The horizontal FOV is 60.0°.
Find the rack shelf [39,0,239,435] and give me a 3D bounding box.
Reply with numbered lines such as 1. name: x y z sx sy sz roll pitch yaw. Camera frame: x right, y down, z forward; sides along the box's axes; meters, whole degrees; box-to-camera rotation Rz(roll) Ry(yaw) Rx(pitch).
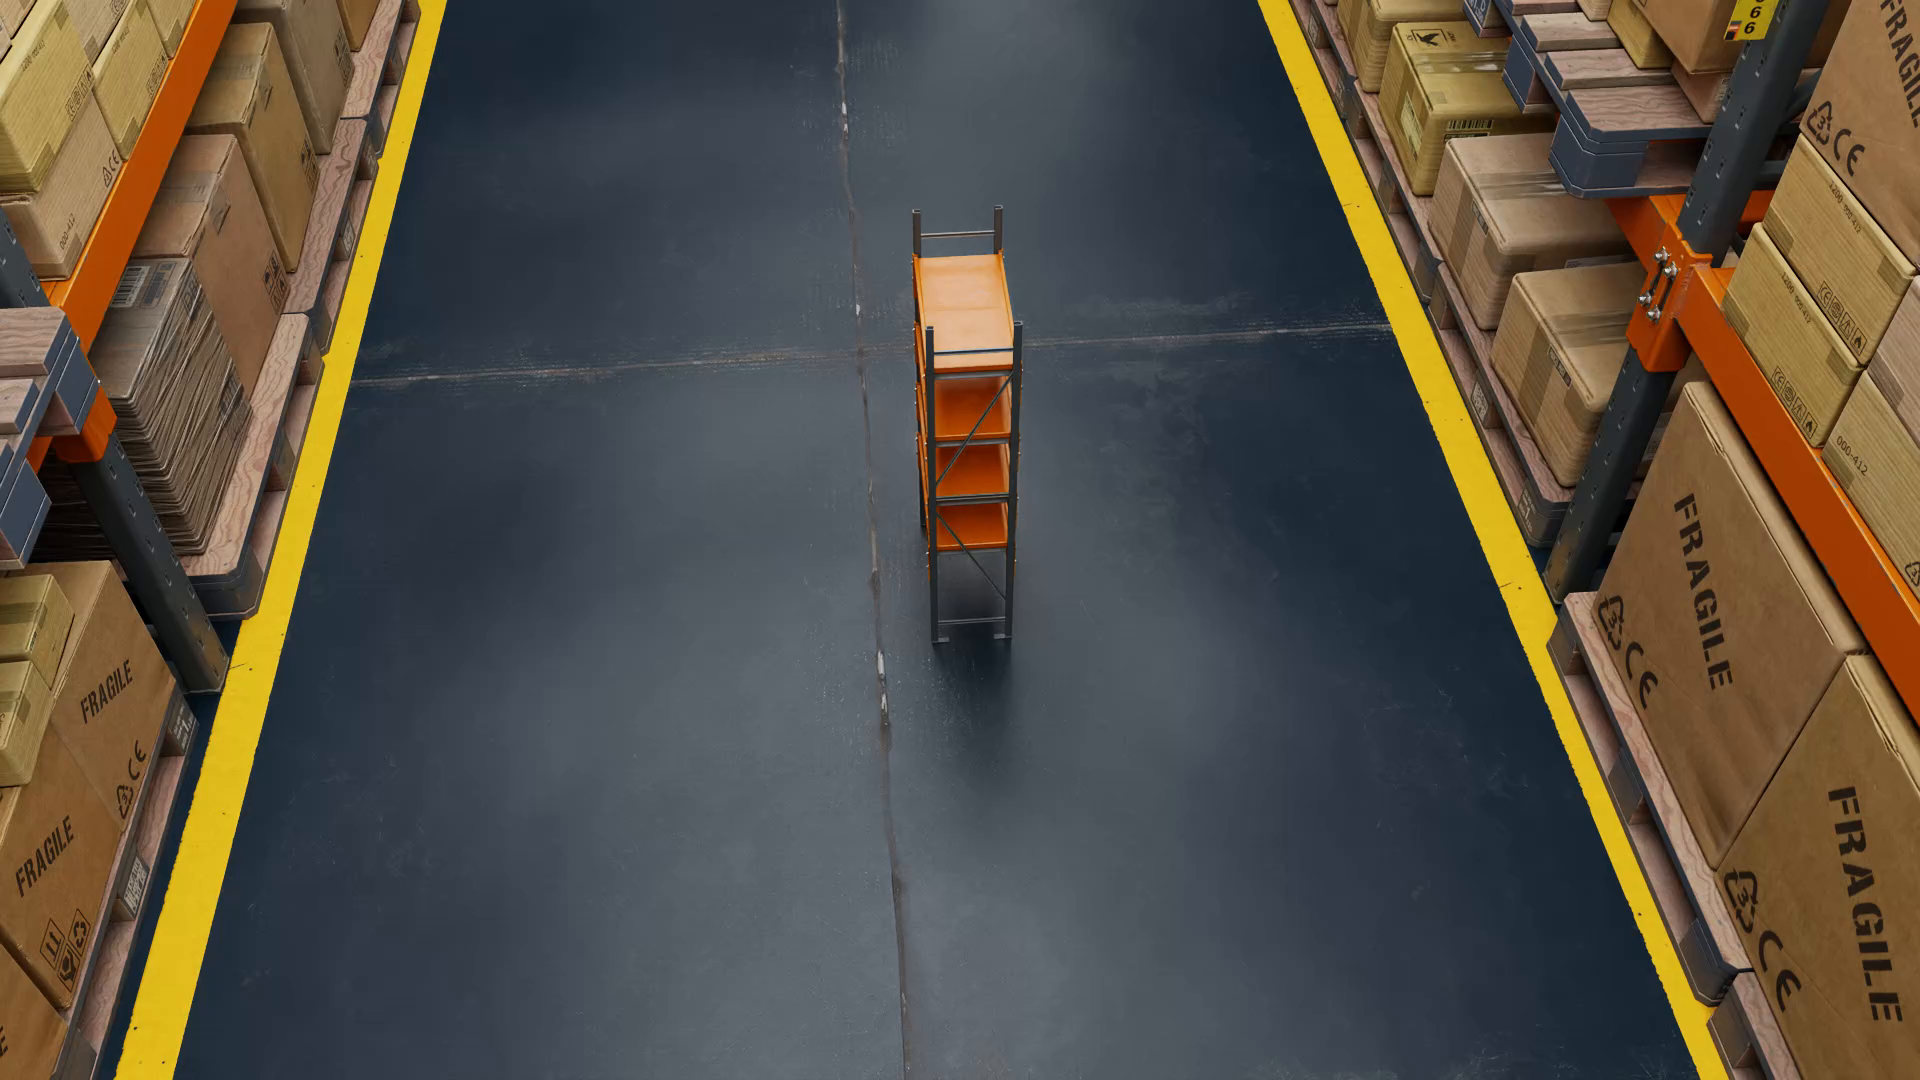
1. rack shelf: -2.813 -1.798 5.383 1.077 0.370 4.000 -3 47 -3

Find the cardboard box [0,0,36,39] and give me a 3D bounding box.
1. cardboard box: -2.403 -1.297 3.897 0.380 0.149 0.250 -3 47 -2

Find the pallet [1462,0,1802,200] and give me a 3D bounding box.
1. pallet: 2.134 -1.346 4.591 1.213 0.211 1.003 -3 47 -3

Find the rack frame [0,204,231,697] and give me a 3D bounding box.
1. rack frame: -2.646 -0.598 3.751 1.000 3.000 0.127 -3 47 -3

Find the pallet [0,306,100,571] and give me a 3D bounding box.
1. pallet: -2.519 -0.046 3.360 1.213 0.211 1.003 -3 47 -3

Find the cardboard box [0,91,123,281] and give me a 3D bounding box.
1. cardboard box: -2.439 -0.883 4.123 0.500 0.250 0.500 -3 47 -3

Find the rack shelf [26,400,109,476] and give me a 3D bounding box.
1. rack shelf: -2.478 1.096 2.642 1.077 0.370 4.000 -3 47 -3

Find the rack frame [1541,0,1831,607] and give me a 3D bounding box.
1. rack frame: 2.300 -0.903 4.039 1.000 3.000 0.127 -3 47 -3

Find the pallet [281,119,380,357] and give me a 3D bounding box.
1. pallet: -2.775 -1.118 6.164 1.003 0.211 1.213 -3 47 -3

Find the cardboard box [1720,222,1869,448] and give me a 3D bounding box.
1. cardboard box: 2.090 -0.482 3.744 0.500 0.250 0.500 -4 47 -4

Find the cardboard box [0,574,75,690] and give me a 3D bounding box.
1. cardboard box: -2.352 0.236 3.947 0.380 0.149 0.250 -6 47 -5

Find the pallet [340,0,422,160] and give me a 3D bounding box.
1. pallet: -2.880 -2.003 7.002 1.003 0.211 1.213 -3 47 -3

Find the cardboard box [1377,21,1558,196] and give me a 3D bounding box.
1. cardboard box: 2.135 -1.636 6.254 0.950 0.372 0.625 -2 47 -2

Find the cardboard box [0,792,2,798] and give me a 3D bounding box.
1. cardboard box: -2.320 0.624 3.578 0.380 0.149 0.250 -5 47 -5

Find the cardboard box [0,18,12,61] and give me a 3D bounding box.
1. cardboard box: -2.379 -1.104 3.714 0.380 0.149 0.250 -2 47 -2

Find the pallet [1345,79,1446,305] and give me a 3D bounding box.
1. pallet: 2.137 -1.390 6.421 1.003 0.211 1.213 -3 47 -3

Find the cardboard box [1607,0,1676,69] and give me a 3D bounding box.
1. cardboard box: 1.944 -1.373 4.369 0.380 0.149 0.250 -3 47 -3

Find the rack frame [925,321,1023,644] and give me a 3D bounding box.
1. rack frame: 0.034 -0.116 4.534 0.240 1.200 0.015 -3 47 -3

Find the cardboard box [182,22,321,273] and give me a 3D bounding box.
1. cardboard box: -2.804 -1.338 5.797 0.875 0.625 0.625 -5 47 -5

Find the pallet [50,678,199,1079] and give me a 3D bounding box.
1. pallet: -2.621 0.903 4.250 1.003 0.211 1.213 -3 47 -3

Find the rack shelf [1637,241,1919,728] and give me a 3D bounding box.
1. rack shelf: 2.468 0.791 2.930 1.077 0.370 4.000 -3 47 -3

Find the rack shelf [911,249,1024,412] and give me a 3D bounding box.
1. rack shelf: 0.014 -0.563 4.416 0.258 0.148 0.480 -3 47 -3

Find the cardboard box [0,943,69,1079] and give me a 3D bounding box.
1. cardboard box: -2.318 1.151 3.527 0.500 0.500 0.500 -2 47 -2

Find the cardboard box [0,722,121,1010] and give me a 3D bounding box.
1. cardboard box: -2.365 0.772 3.885 0.500 0.500 0.500 -4 47 -4

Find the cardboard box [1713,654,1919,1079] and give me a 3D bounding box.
1. cardboard box: 2.346 0.834 3.569 0.875 0.875 0.875 -3 47 -3

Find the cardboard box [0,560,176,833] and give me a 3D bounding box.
1. cardboard box: -2.396 0.410 4.229 0.500 0.500 0.500 -2 47 -2

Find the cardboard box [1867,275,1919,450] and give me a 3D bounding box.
1. cardboard box: 2.139 -0.268 3.196 0.500 0.250 0.500 -2 47 -2

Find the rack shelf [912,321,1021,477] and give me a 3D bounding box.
1. rack shelf: 0.014 -0.400 4.587 0.258 0.148 0.480 -3 47 -3

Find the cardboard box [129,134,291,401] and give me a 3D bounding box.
1. cardboard box: -2.747 -0.851 5.336 0.875 0.625 0.625 -2 47 -2

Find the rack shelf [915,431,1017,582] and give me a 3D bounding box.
1. rack shelf: 0.014 -0.110 4.894 0.258 0.148 0.480 -3 47 -3

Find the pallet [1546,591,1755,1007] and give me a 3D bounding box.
1. pallet: 2.291 0.631 4.507 1.003 0.211 1.213 -3 47 -3

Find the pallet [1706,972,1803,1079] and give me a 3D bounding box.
1. pallet: 2.390 1.512 3.673 1.003 0.211 1.213 -3 47 -3

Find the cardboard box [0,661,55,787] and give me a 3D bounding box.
1. cardboard box: -2.298 0.431 3.761 0.380 0.149 0.250 -6 47 -5

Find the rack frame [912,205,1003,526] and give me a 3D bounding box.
1. rack frame: -0.007 -0.469 4.868 0.240 1.200 0.015 -3 47 -3

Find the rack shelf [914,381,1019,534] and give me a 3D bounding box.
1. rack shelf: 0.014 -0.247 4.750 0.258 0.148 0.480 -3 47 -3

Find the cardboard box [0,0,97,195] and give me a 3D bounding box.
1. cardboard box: -2.415 -1.056 3.943 0.500 0.250 0.500 -4 47 -3

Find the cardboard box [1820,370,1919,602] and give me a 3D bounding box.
1. cardboard box: 2.151 -0.112 3.393 0.500 0.250 0.500 -5 47 -4

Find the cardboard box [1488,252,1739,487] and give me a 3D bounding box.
1. cardboard box: 2.263 -0.553 5.228 0.950 0.372 0.625 -6 47 -6

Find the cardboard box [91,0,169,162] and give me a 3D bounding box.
1. cardboard box: -2.477 -1.247 4.468 0.500 0.250 0.500 -4 47 -4

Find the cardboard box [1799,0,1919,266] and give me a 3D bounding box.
1. cardboard box: 2.098 -0.909 3.288 0.500 0.500 0.500 -5 47 -5

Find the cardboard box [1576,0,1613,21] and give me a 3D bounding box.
1. cardboard box: 1.878 -1.553 4.539 0.380 0.149 0.250 -4 47 -4

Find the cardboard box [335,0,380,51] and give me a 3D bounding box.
1. cardboard box: -2.926 -2.444 6.845 0.875 0.625 0.625 -2 47 -2

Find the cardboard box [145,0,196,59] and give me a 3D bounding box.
1. cardboard box: -2.527 -1.619 4.821 0.500 0.250 0.500 -5 47 -5

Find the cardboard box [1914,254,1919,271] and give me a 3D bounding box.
1. cardboard box: 2.149 -0.551 2.948 0.500 0.500 0.500 -3 47 -3

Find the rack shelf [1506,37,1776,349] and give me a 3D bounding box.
1. rack shelf: 2.133 -2.103 5.671 1.077 0.370 4.000 -3 47 -3

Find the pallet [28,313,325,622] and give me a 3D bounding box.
1. pallet: -2.676 -0.238 5.330 1.003 0.211 1.213 -3 47 -3

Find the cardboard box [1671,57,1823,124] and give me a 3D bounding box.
1. cardboard box: 2.038 -1.184 4.189 0.380 0.149 0.250 -2 47 -2

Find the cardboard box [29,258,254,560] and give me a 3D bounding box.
1. cardboard box: -2.684 -0.378 4.889 0.875 0.625 0.625 -2 47 -2

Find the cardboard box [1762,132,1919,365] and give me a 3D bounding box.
1. cardboard box: 2.096 -0.642 3.551 0.500 0.250 0.500 -4 47 -4

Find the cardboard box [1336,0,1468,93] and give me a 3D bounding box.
1. cardboard box: 2.075 -2.138 6.730 0.950 0.372 0.625 -1 47 -1

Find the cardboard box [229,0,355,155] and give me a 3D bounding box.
1. cardboard box: -2.869 -1.882 6.312 0.875 0.625 0.625 -4 47 -4

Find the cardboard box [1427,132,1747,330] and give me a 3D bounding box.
1. cardboard box: 2.193 -1.086 5.734 0.950 0.372 0.625 -4 47 -4

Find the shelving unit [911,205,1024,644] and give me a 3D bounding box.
1. shelving unit: 0.014 -0.293 4.701 0.258 1.200 0.503 -3 47 -3

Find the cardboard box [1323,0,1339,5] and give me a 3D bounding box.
1. cardboard box: 2.012 -2.658 7.222 0.950 0.372 0.625 -3 47 -3

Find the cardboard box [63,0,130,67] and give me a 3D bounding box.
1. cardboard box: -2.480 -1.417 4.285 0.500 0.250 0.500 -2 47 -2

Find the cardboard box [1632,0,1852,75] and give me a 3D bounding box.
1. cardboard box: 1.985 -1.496 4.038 0.500 0.500 0.500 -5 47 -4

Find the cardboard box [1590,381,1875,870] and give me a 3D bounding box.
1. cardboard box: 2.275 0.188 4.180 0.875 0.875 0.875 -4 47 -4

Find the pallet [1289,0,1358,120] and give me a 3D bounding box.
1. pallet: 2.032 -2.275 7.259 1.003 0.211 1.213 -3 47 -3

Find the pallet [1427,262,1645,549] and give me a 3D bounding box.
1. pallet: 2.236 -0.510 5.587 1.003 0.211 1.213 -3 47 -3

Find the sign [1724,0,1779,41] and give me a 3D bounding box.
1. sign: 1.760 -1.234 3.610 0.100 0.325 0.005 -3 47 -3
